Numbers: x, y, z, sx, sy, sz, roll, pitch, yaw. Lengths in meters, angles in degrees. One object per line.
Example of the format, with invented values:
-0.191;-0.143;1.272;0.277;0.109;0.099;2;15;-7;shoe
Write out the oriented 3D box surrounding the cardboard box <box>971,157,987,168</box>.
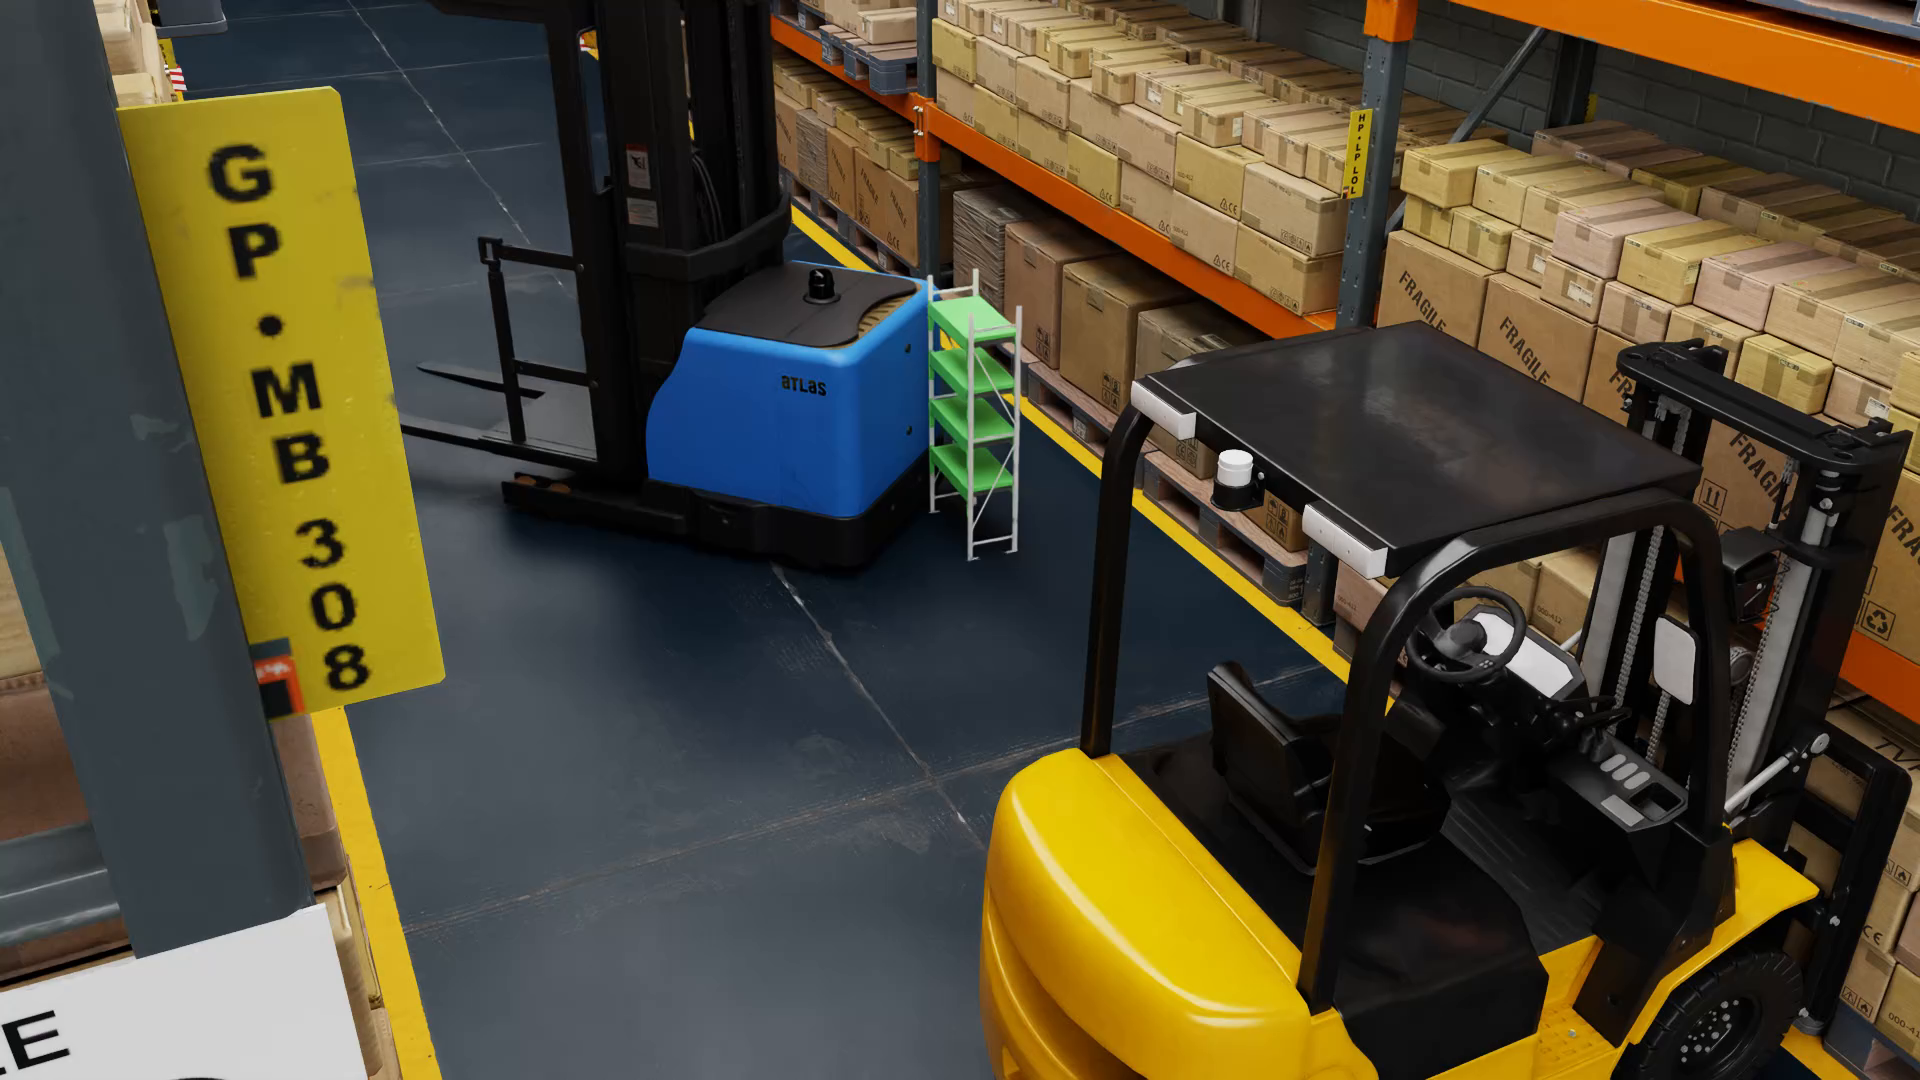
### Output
0.285;-2.501;10.606;0.380;0.149;0.250;-11;31;-19;cardboard box

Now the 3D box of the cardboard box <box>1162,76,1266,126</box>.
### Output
1.125;-1.939;7.376;0.380;0.149;0.250;-14;32;-23;cardboard box

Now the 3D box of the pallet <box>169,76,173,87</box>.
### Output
-7.274;-3.766;14.250;1.003;0.211;1.213;-13;32;-22;pallet

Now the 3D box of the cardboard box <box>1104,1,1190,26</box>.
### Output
0.988;-2.741;8.806;0.380;0.149;0.250;-14;32;-23;cardboard box

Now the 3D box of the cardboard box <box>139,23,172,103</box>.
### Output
-1.448;-0.580;2.500;0.500;0.250;0.500;-12;32;-21;cardboard box

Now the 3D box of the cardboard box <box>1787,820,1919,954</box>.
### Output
2.725;0.906;4.938;0.500;0.250;0.500;-14;32;-23;cardboard box

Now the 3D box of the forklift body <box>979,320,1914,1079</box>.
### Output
1.200;0.621;4.444;2.313;2.155;1.214;-13;32;-22;forklift body

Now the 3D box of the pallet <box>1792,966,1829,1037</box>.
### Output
2.776;1.054;5.654;1.003;0.211;1.213;-13;32;-22;pallet

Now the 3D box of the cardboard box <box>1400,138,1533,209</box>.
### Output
1.814;-1.315;5.959;0.380;0.149;0.250;-12;32;-21;cardboard box

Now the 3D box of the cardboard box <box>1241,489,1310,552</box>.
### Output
1.711;-0.438;7.462;0.875;0.625;0.625;-12;31;-20;cardboard box

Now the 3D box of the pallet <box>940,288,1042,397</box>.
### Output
0.546;-1.241;9.747;1.003;0.211;1.213;-13;32;-22;pallet

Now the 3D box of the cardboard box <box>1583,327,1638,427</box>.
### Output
2.357;-0.405;5.303;0.500;0.500;0.500;-13;32;-22;cardboard box

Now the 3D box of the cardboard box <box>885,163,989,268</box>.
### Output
-0.148;-2.063;10.489;0.500;0.500;0.500;-12;31;-21;cardboard box

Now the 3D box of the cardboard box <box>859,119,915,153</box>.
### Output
-0.431;-2.609;10.800;0.380;0.149;0.250;-14;32;-24;cardboard box

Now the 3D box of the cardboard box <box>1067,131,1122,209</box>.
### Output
0.858;-1.837;8.113;0.500;0.250;0.500;-12;31;-20;cardboard box

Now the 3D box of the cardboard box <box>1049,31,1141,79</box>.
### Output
0.662;-2.385;8.171;0.380;0.149;0.250;-12;32;-21;cardboard box

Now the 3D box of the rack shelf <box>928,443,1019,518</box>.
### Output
0.059;-0.296;7.672;0.258;0.148;0.480;-11;31;-19;rack shelf

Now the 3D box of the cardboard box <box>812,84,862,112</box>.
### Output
-0.816;-3.081;11.640;0.380;0.149;0.250;-13;32;-22;cardboard box

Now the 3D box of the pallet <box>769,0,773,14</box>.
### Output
-1.245;-4.136;12.256;1.003;0.211;1.213;-13;32;-22;pallet

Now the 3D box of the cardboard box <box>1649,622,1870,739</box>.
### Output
2.522;0.476;5.193;0.500;0.250;0.500;-14;32;-23;cardboard box

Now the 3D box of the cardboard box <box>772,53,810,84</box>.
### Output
-1.266;-3.540;12.460;0.380;0.149;0.250;-15;33;-25;cardboard box

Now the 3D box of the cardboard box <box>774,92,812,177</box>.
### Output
-1.037;-2.973;12.112;0.500;0.500;0.500;-14;32;-23;cardboard box

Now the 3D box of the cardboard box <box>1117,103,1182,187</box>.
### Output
1.062;-1.831;7.590;0.500;0.250;0.500;-12;32;-21;cardboard box

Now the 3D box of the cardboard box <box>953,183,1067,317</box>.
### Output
0.483;-1.698;9.710;0.875;0.625;0.625;-12;31;-20;cardboard box

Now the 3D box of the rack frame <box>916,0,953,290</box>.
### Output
0.228;-2.829;9.728;1.000;3.000;0.127;-13;32;-22;rack frame

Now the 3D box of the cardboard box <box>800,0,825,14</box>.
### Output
-0.640;-3.739;10.817;0.797;0.503;0.637;-14;32;-23;cardboard box

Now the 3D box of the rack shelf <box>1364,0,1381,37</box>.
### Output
1.086;-2.940;7.595;1.077;0.370;4.000;-13;32;-22;rack shelf

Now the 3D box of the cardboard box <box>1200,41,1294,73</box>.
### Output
1.375;-2.272;7.970;0.380;0.149;0.250;-13;32;-22;cardboard box

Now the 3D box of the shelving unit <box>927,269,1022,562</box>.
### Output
0.059;-0.561;7.523;0.258;1.200;0.503;-11;31;-19;shelving unit

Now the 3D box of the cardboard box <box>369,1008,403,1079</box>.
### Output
-0.997;1.080;2.351;0.500;0.500;0.500;-12;31;-20;cardboard box

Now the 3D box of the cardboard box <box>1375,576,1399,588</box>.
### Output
1.874;0.015;6.528;0.500;0.250;0.500;-13;32;-22;cardboard box

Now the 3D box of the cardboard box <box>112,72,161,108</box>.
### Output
-1.002;-0.355;1.692;0.380;0.149;0.250;-13;32;-22;cardboard box

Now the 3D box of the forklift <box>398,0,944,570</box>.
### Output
-1.644;-1.605;7.615;3.031;2.935;1.130;12;31;20;forklift

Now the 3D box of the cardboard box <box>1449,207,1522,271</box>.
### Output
1.957;-1.078;5.841;0.380;0.149;0.250;-12;32;-21;cardboard box

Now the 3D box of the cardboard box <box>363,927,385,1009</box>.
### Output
-1.600;1.325;3.935;0.500;0.500;0.500;-11;31;-19;cardboard box

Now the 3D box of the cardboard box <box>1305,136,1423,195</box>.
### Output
1.598;-1.493;6.580;0.380;0.149;0.250;-12;31;-20;cardboard box

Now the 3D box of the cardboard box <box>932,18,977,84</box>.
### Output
0.175;-2.729;9.192;0.500;0.250;0.500;-13;32;-22;cardboard box

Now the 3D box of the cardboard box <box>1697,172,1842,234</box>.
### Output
2.715;-1.110;5.592;0.380;0.149;0.250;-14;32;-23;cardboard box

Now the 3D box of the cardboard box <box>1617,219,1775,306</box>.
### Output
2.279;-0.864;5.154;0.380;0.149;0.250;-14;32;-23;cardboard box

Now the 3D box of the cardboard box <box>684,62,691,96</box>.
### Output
-2.147;-3.929;14.055;0.396;0.266;0.258;-12;31;-20;cardboard box

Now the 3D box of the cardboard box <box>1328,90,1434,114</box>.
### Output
1.814;-1.829;7.179;0.380;0.149;0.250;-13;32;-22;cardboard box

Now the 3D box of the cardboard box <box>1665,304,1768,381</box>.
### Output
2.368;-0.621;5.025;0.380;0.149;0.250;-14;32;-24;cardboard box

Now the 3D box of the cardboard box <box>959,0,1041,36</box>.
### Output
0.214;-2.835;8.974;0.380;0.149;0.250;-12;32;-21;cardboard box

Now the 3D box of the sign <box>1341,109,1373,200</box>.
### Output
1.459;-1.414;6.102;0.100;0.325;0.005;-13;32;-22;sign

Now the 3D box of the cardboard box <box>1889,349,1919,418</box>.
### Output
2.680;-0.408;4.341;0.380;0.149;0.250;-12;32;-21;cardboard box

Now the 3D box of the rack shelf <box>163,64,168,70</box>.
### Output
-3.395;-1.896;5.733;1.077;0.370;4.000;-13;32;-22;rack shelf
